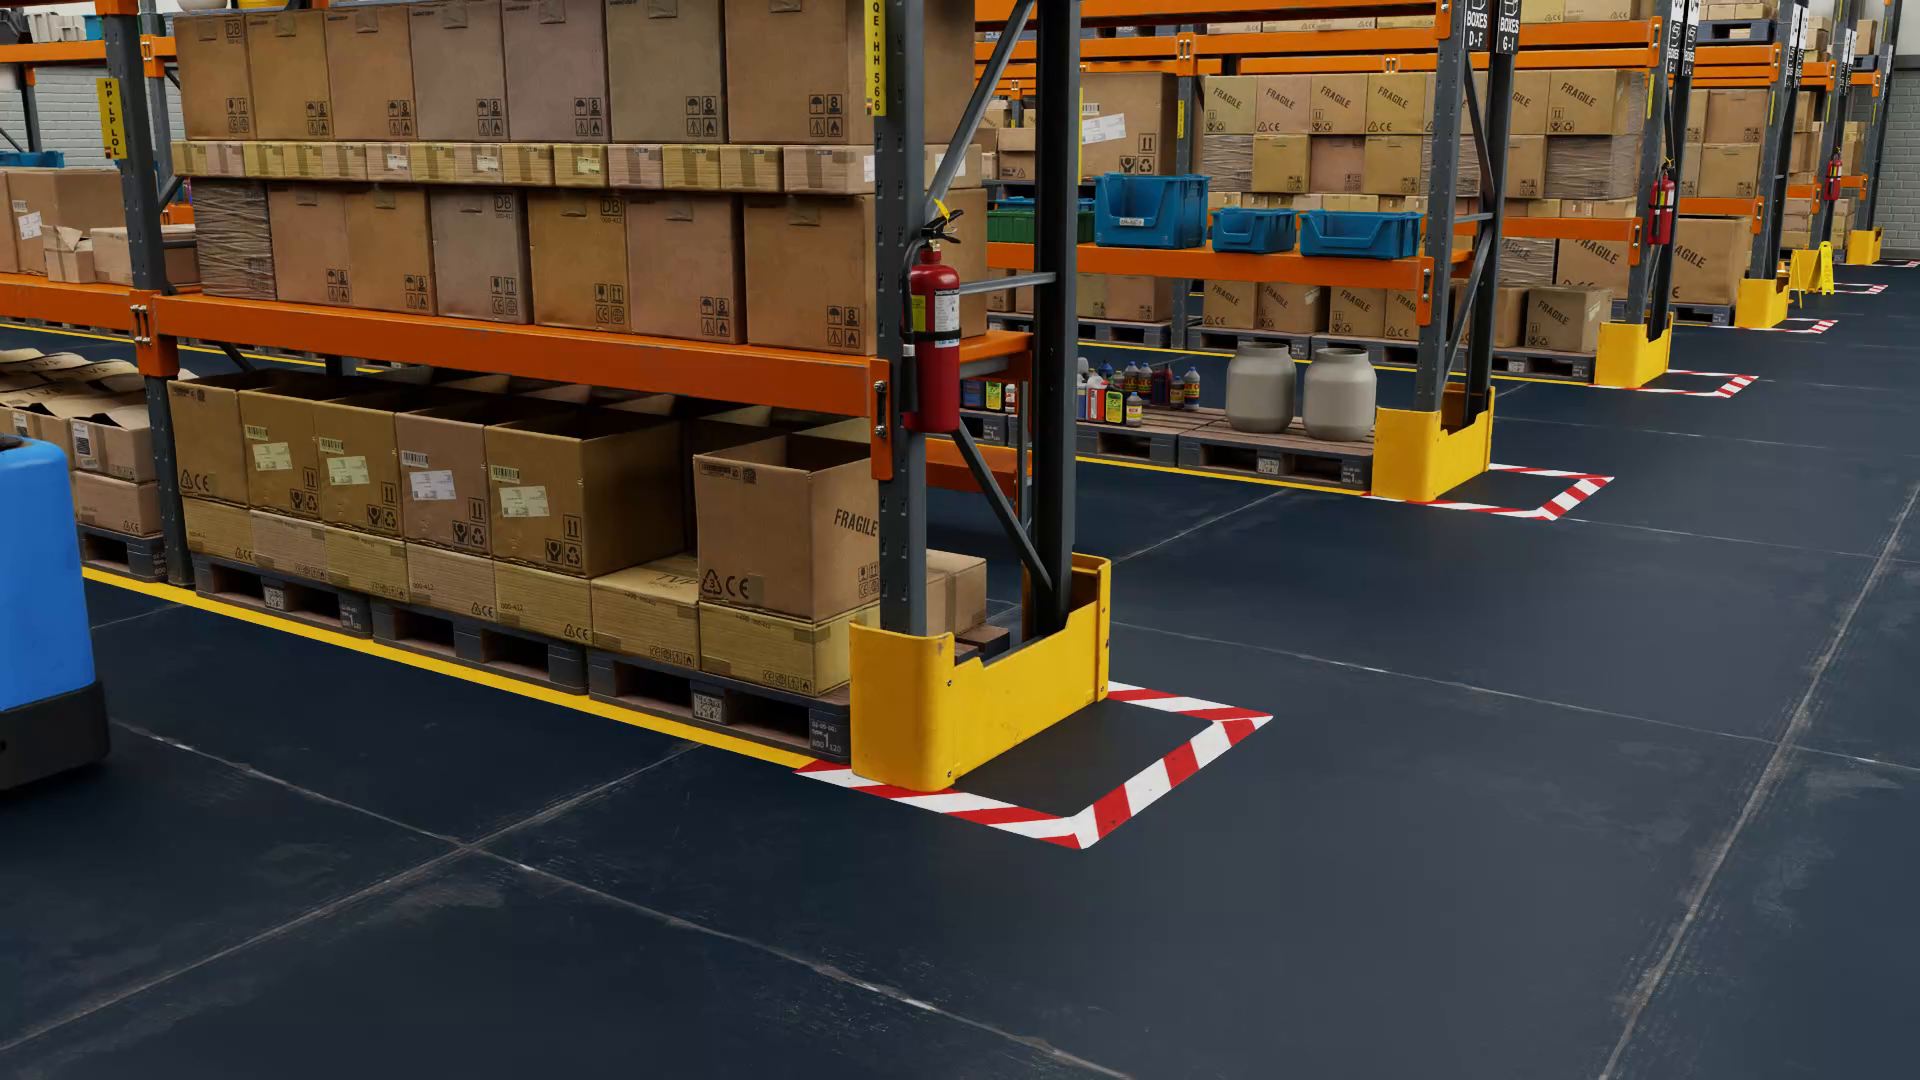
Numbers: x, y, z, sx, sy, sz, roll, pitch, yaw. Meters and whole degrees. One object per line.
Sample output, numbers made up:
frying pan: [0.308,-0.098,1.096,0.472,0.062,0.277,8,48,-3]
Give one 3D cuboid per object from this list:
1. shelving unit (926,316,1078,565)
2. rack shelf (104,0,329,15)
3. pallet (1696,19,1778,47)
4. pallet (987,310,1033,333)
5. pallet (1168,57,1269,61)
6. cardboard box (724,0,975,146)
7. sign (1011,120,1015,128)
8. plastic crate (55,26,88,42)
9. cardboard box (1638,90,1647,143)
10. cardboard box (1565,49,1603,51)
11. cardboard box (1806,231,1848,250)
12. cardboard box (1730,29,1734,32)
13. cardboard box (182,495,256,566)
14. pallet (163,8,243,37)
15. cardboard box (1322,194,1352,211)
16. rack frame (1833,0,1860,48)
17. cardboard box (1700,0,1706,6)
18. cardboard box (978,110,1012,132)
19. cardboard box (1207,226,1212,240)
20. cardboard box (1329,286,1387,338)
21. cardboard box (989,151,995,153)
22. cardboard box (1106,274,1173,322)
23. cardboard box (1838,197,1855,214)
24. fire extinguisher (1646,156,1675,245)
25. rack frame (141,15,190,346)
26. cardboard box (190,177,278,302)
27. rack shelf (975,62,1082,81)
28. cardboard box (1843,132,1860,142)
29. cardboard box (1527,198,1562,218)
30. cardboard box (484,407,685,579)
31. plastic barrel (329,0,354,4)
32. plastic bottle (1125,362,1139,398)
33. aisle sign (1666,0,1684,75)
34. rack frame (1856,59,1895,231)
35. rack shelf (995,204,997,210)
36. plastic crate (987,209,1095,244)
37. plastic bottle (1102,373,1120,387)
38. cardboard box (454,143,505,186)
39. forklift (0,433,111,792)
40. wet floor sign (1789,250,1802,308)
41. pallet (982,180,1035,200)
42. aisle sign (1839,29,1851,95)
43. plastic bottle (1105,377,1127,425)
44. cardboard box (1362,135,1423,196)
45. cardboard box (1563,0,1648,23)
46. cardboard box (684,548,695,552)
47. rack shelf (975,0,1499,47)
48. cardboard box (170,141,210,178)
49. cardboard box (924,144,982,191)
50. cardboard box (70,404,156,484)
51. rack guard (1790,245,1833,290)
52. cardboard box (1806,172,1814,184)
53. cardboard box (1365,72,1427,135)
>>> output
shelving unit: [-0.006,-0.547,8.192,1.048,1.125,0.538,9,17,33]
rack shelf: [-1.585,-2.184,6.158,4.000,0.370,1.077,9,17,33]
pallet: [7.837,-5.269,17.310,1.213,0.211,1.003,9,17,33]
pallet: [0.624,-2.234,16.909,1.213,0.211,1.003,9,17,33]
pallet: [3.314,-5.971,20.353,1.213,0.211,1.003,10,17,35]
cardboard box: [-0.349,-1.559,5.473,0.500,0.500,0.700,9,17,33]
sign: [0.872,-6.717,27.248,0.005,0.325,0.100,9,17,33]
plastic crate: [-8.383,-4.828,15.891,0.466,0.136,0.293,9,17,33]
cardboard box: [7.276,-4.571,17.987,0.550,0.550,0.875,9,17,33]
cardboard box: [8.464,-6.643,22.366,0.500,0.250,0.500,9,17,32]
cardboard box: [13.338,-4.619,25.588,0.500,0.250,0.500,9,17,33]
cardboard box: [9.897,-6.619,21.439,0.250,0.149,0.380,9,17,33]
cardboard box: [-3.029,-0.092,7.300,0.500,0.250,0.500,9,17,33]
pallet: [-6.410,-4.684,15.154,1.003,0.211,1.213,9,17,33]
cardboard box: [3.349,-2.947,14.507,0.250,0.149,0.380,9,17,33]
rack frame: [11.137,-7.672,20.587,0.127,3.000,1.000,9,17,33]
cardboard box: [7.482,-5.616,17.137,0.500,0.250,0.500,9,17,33]
cardboard box: [0.634,-6.911,27.710,0.500,0.500,0.500,9,17,32]
cardboard box: [3.003,-3.728,20.947,0.750,0.750,1.050,9,17,34]
cardboard box: [3.636,-2.106,14.917,0.500,0.500,0.500,8,16,28]
cardboard box: [0.503,-3.825,16.940,0.258,0.266,0.396,9,16,31]
cardboard box: [1.790,-2.407,16.090,0.500,0.500,0.700,8,16,29]
cardboard box: [13.611,-5.206,25.881,0.500,0.250,0.500,9,16,32]
fire extinguisher: [5.444,-2.639,12.902,0.183,0.674,0.296,9,17,33]
rack frame: [-7.115,-3.405,15.837,0.127,3.000,1.000,9,17,33]
cardboard box: [-2.873,-1.336,7.268,0.500,0.500,0.700,9,16,31]
rack shelf: [0.161,-6.207,22.410,4.000,0.370,1.077,9,17,33]
cardboard box: [13.460,-6.104,25.180,0.250,0.149,0.380,9,17,34]
cardboard box: [4.812,-2.716,13.574,0.250,0.149,0.380,9,17,33]
cardboard box: [-1.374,-0.186,6.119,0.500,0.500,0.500,9,17,33]
plastic barrel: [-5.351,-4.803,14.082,0.433,0.535,0.433,0,14,0]
plastic bottle: [1.144,-1.050,11.084,0.097,0.271,0.097,0,14,0]
aisle sign: [5.491,-3.977,12.738,0.004,0.787,0.394,9,17,33]
rack frame: [13.905,-5.750,25.308,0.127,3.000,1.000,9,17,33]
rack shelf: [0.628,-3.239,16.663,4.000,0.370,1.077,9,17,33]
plastic crate: [0.492,-1.991,10.566,0.662,0.188,0.450,9,17,33]
plastic bottle: [0.939,-0.911,10.496,0.133,0.283,0.061,9,17,33]
cardboard box: [-1.637,-1.393,6.151,0.250,0.149,0.380,9,16,32]
forklift: [-4.215,-0.771,5.336,3.031,2.935,1.130,9,16,32]
wet floor sign: [9.588,-3.007,19.128,0.232,0.644,0.267,6,15,23]
pallet: [0.634,-3.506,16.643,1.213,0.211,1.003,9,17,33]
aisle sign: [11.027,-5.955,20.728,0.004,0.787,0.394,9,17,33]
plastic bottle: [0.967,-0.862,10.300,0.133,0.283,0.061,10,17,34]
cardboard box: [3.885,-3.244,14.358,0.500,0.500,0.875,9,17,33]
cardboard box: [5.065,-4.181,13.040,0.500,0.250,0.500,10,17,34]
cardboard box: [-1.078,0.072,6.637,0.500,0.250,0.500,9,17,33]
rack shelf: [1.183,-3.171,10.146,4.000,0.370,1.077,9,17,33]
cardboard box: [-3.129,-1.634,7.124,0.250,0.149,0.380,9,17,33]
cardboard box: [-0.131,-1.268,5.645,0.250,0.149,0.380,9,17,32]
cardboard box: [-3.740,-0.484,7.717,0.500,0.311,0.500,9,17,33]
rack guard: [11.074,-3.556,21.649,0.348,0.500,1.175,9,17,33]
cardboard box: [10.971,-4.724,21.689,0.250,0.149,0.380,9,17,33]
cardboard box: [3.770,-3.689,14.073,0.500,0.500,0.500,9,17,33]
